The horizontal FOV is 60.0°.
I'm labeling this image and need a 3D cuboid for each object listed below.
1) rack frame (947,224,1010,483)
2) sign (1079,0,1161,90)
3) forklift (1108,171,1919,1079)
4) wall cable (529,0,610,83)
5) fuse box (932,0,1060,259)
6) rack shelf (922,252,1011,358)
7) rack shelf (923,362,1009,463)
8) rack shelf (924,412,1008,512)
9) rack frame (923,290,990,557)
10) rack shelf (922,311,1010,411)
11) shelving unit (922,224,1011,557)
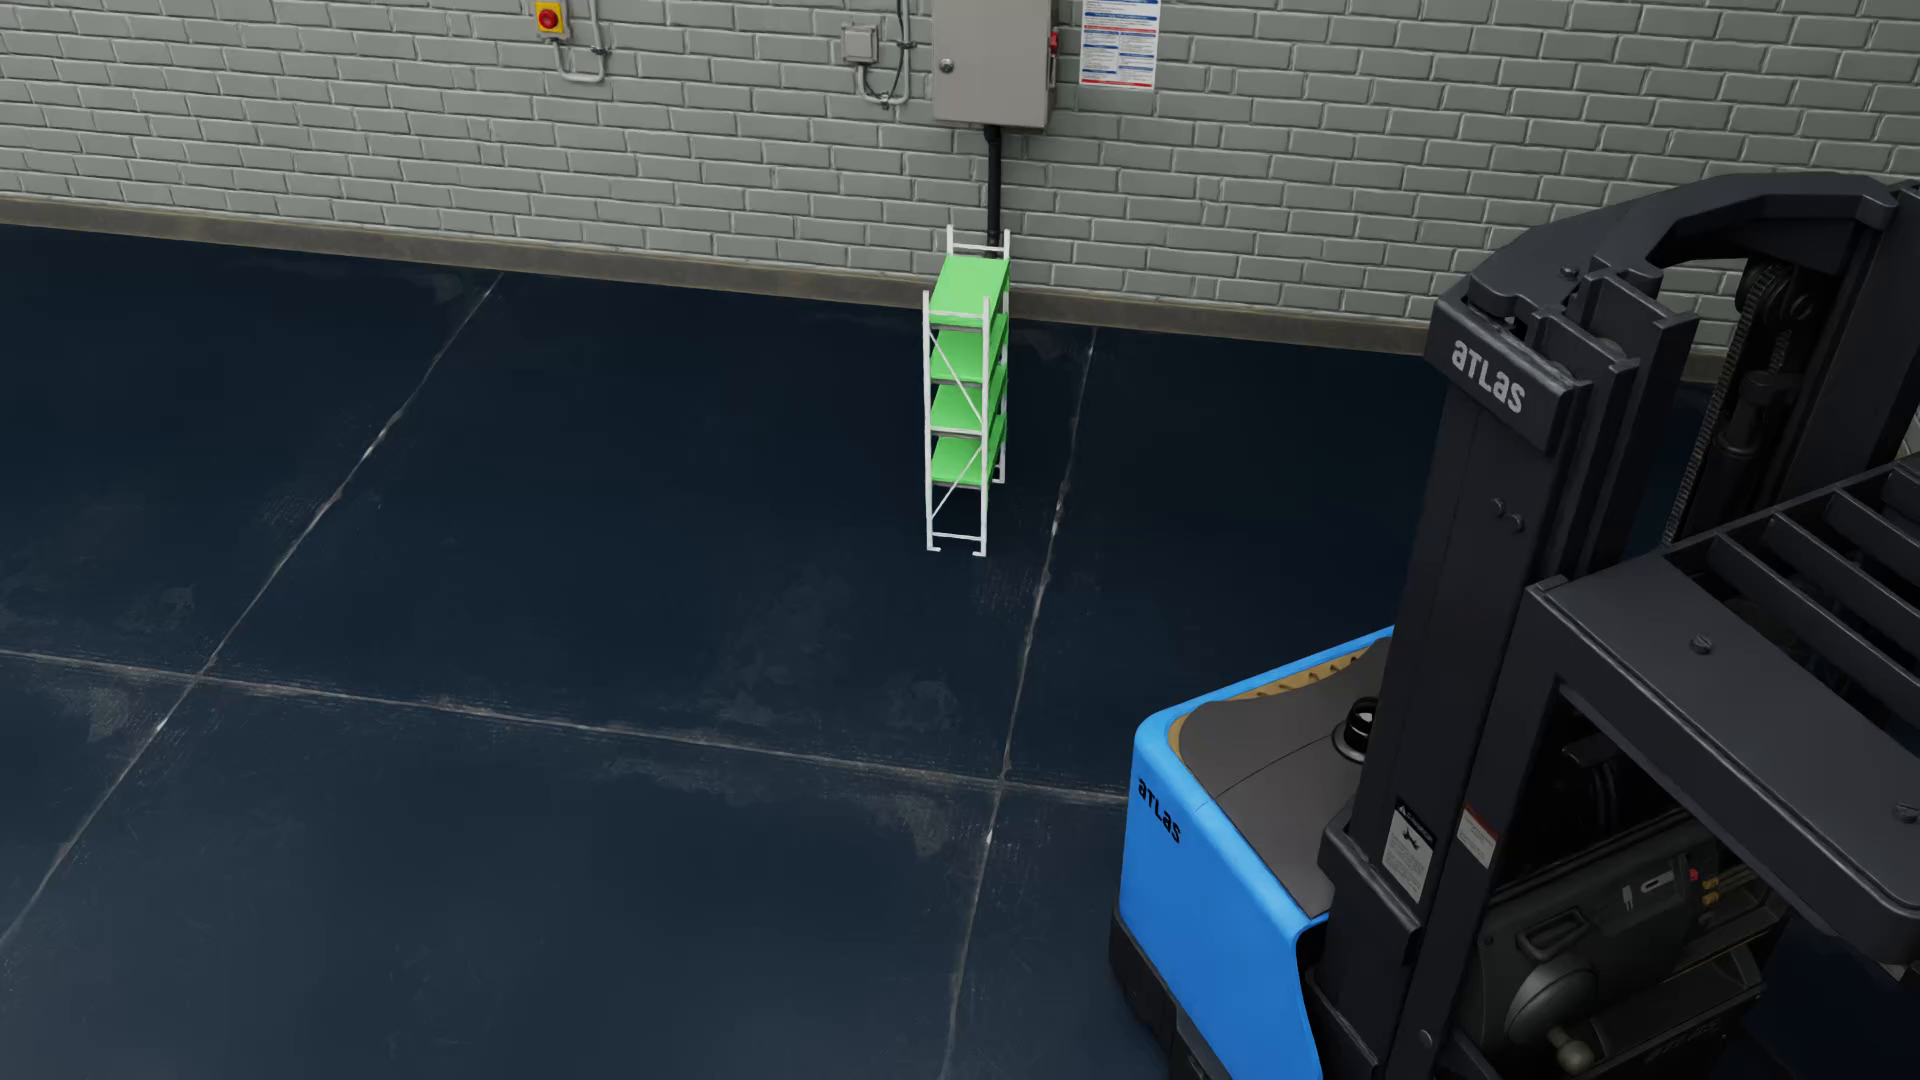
[{"bbox_3d":[0.071,-0.719,6.679,0.240,1.200,0.015,6,40,8],"label":"rack frame"},{"bbox_3d":[0.681,-2.164,7.088,0.329,0.494,0.001,6,40,8],"label":"sign"},{"bbox_3d":[1.556,0.892,3.371,1.130,2.935,3.031,-17,43,-20],"label":"forklift"},{"bbox_3d":[-1.885,-2.852,7.024,0.585,1.953,0.123,6,40,8],"label":"wall cable"},{"bbox_3d":[0.159,-1.629,7.377,0.539,1.711,0.414,6,40,8],"label":"fuse box"},{"bbox_3d":[0.029,-0.887,6.228,0.258,0.148,0.480,6,40,8],"label":"rack shelf"},{"bbox_3d":[0.029,-0.517,6.534,0.258,0.148,0.480,6,40,8],"label":"rack shelf"},{"bbox_3d":[0.029,-0.332,6.687,0.258,0.148,0.480,6,40,8],"label":"rack shelf"},{"bbox_3d":[-0.014,-0.413,6.308,0.240,1.200,0.015,6,40,8],"label":"rack frame"},{"bbox_3d":[0.029,-0.702,6.381,0.258,0.148,0.480,6,40,8],"label":"rack shelf"},{"bbox_3d":[0.029,-0.566,6.493,0.258,1.200,0.503,6,40,8],"label":"shelving unit"}]
